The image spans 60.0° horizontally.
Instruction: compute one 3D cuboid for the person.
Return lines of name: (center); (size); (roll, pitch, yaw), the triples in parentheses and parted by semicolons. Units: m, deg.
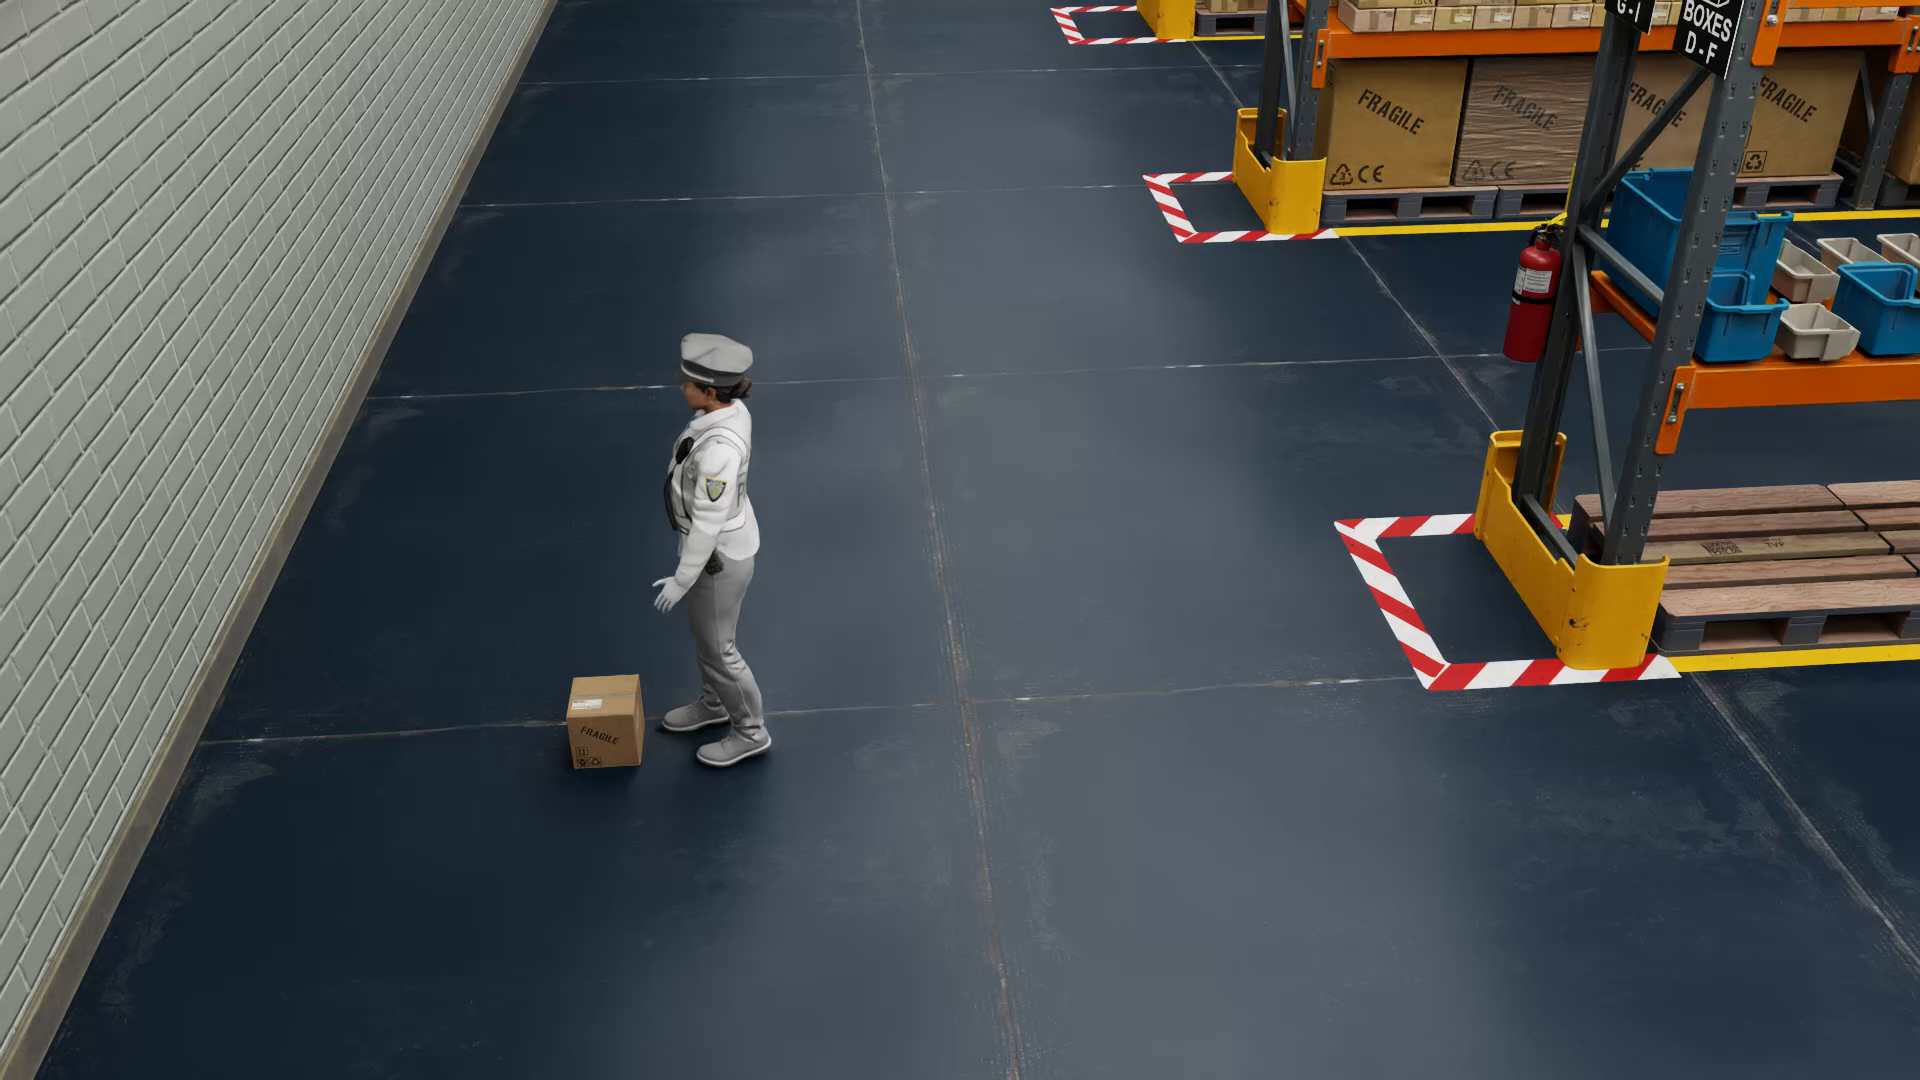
person: (-0.927, 0.056, 6.009); (0.457, 1.691, 0.520); (-3, 31, -5)
